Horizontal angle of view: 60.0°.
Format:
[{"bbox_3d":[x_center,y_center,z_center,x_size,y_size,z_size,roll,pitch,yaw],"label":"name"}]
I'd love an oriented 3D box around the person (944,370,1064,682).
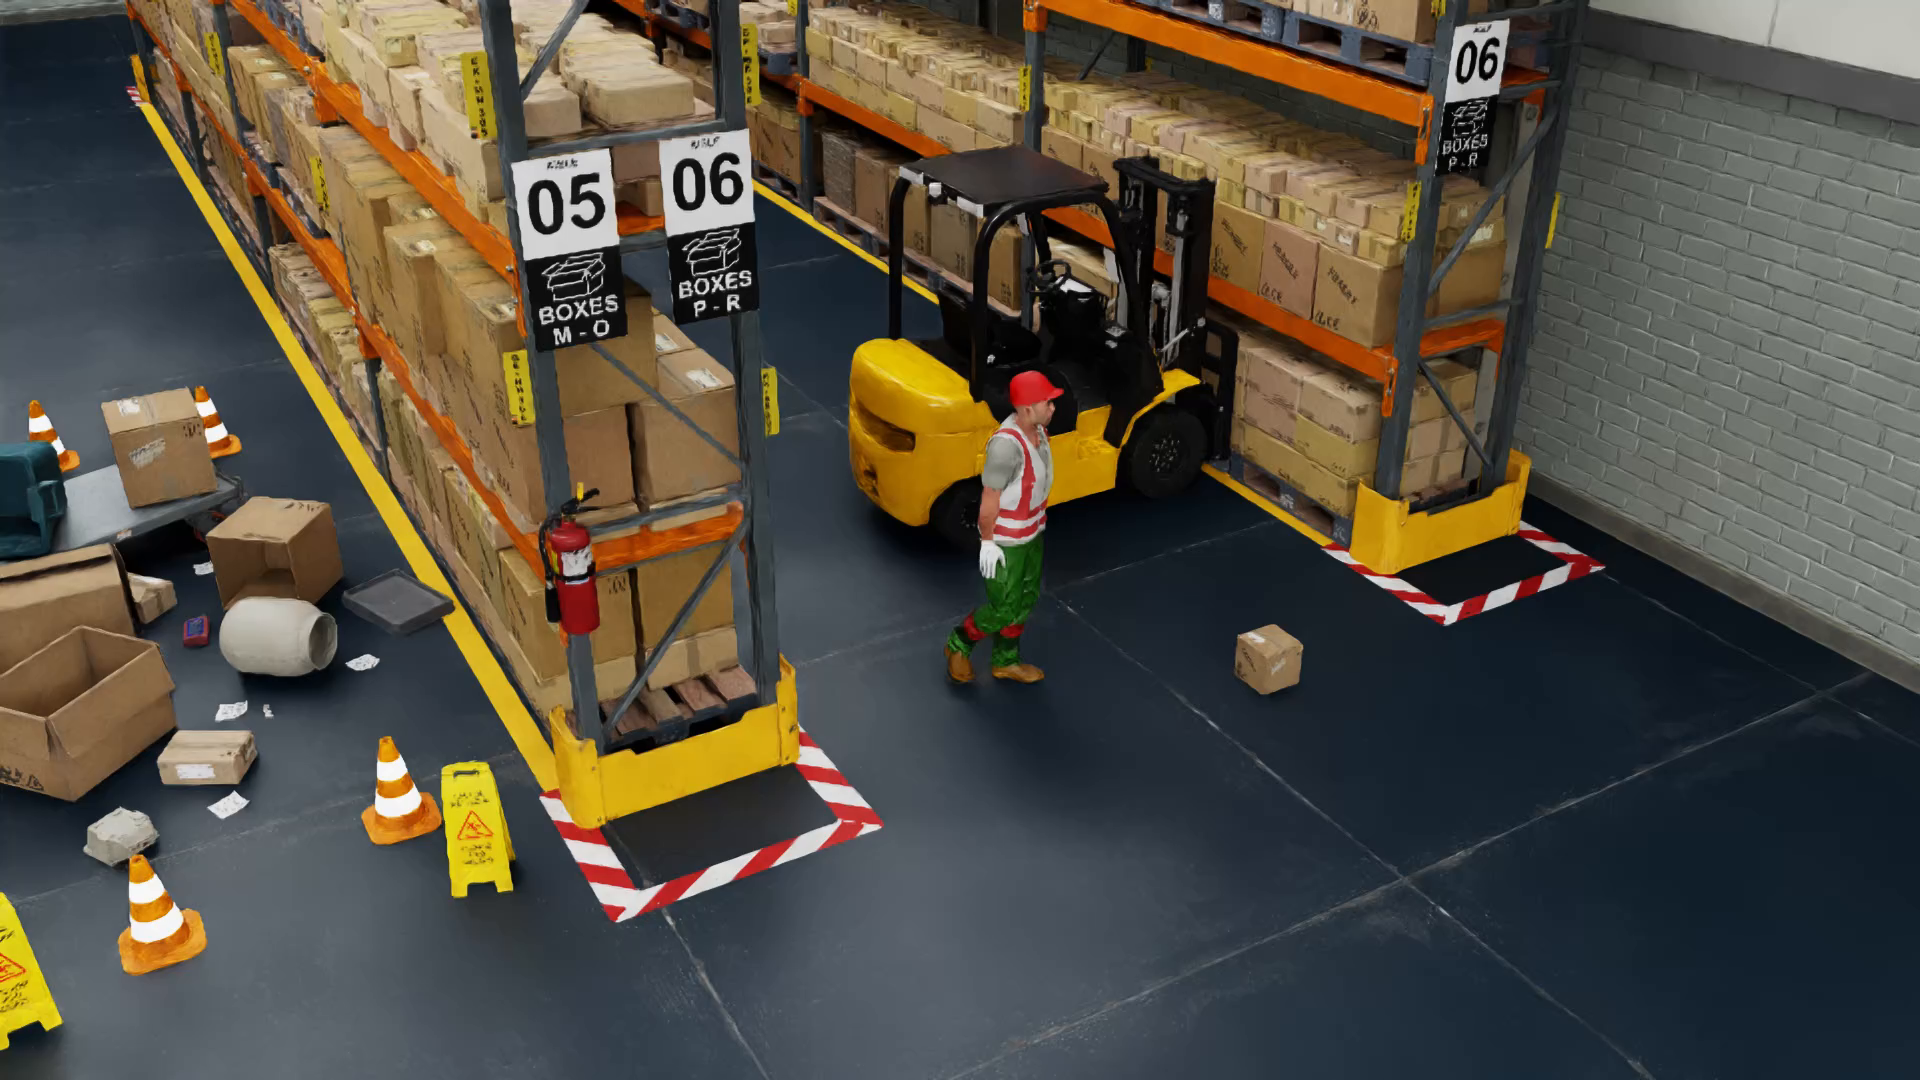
[{"bbox_3d":[0.215,-0.052,8.637,0.566,1.780,0.590,14,32,23],"label":"person"}]
